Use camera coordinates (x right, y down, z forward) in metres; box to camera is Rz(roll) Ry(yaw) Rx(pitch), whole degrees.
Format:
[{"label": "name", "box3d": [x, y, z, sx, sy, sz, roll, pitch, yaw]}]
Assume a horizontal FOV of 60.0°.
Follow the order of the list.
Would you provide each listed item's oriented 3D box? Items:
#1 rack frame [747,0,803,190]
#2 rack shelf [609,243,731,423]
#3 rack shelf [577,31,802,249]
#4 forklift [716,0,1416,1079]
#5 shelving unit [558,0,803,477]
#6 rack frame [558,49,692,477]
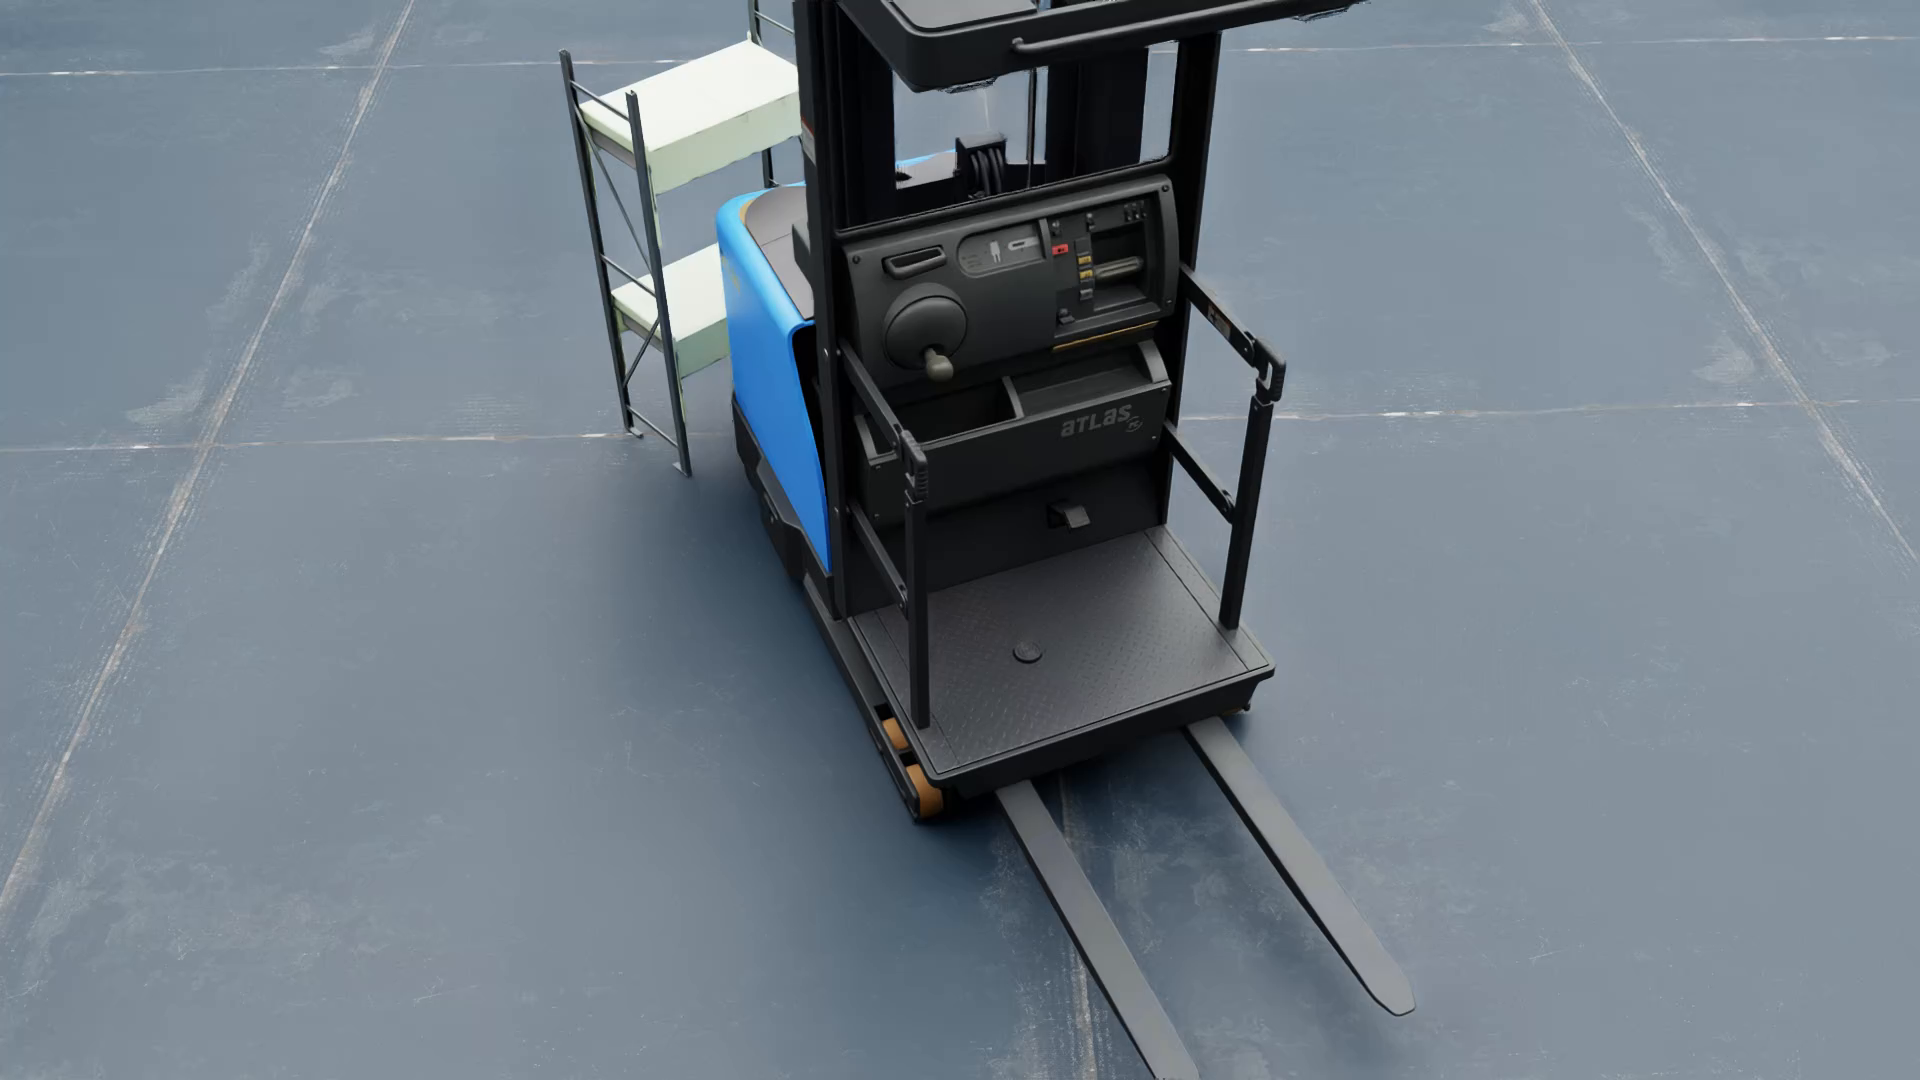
[{"label": "rack frame", "box3d": [-0.574, -1.219, 5.969, 0.023, 1.500, 0.400, -32, 51, -30]}, {"label": "rack shelf", "box3d": [-0.843, -0.811, 6.006, 0.720, 0.370, 0.431, -32, 51, -30]}, {"label": "rack shelf", "box3d": [-0.844, -1.339, 5.523, 0.720, 0.370, 0.431, -32, 51, -30]}, {"label": "forklift", "box3d": [0.239, -0.601, 4.236, 1.130, 2.935, 3.031, -16, 45, -17]}, {"label": "shelving unit", "box3d": [-0.843, -1.051, 5.786, 0.755, 1.500, 0.431, -32, 51, -30]}, {"label": "rack frame", "box3d": [-1.112, -0.883, 5.603, 0.023, 1.500, 0.400, -32, 51, -30]}]
